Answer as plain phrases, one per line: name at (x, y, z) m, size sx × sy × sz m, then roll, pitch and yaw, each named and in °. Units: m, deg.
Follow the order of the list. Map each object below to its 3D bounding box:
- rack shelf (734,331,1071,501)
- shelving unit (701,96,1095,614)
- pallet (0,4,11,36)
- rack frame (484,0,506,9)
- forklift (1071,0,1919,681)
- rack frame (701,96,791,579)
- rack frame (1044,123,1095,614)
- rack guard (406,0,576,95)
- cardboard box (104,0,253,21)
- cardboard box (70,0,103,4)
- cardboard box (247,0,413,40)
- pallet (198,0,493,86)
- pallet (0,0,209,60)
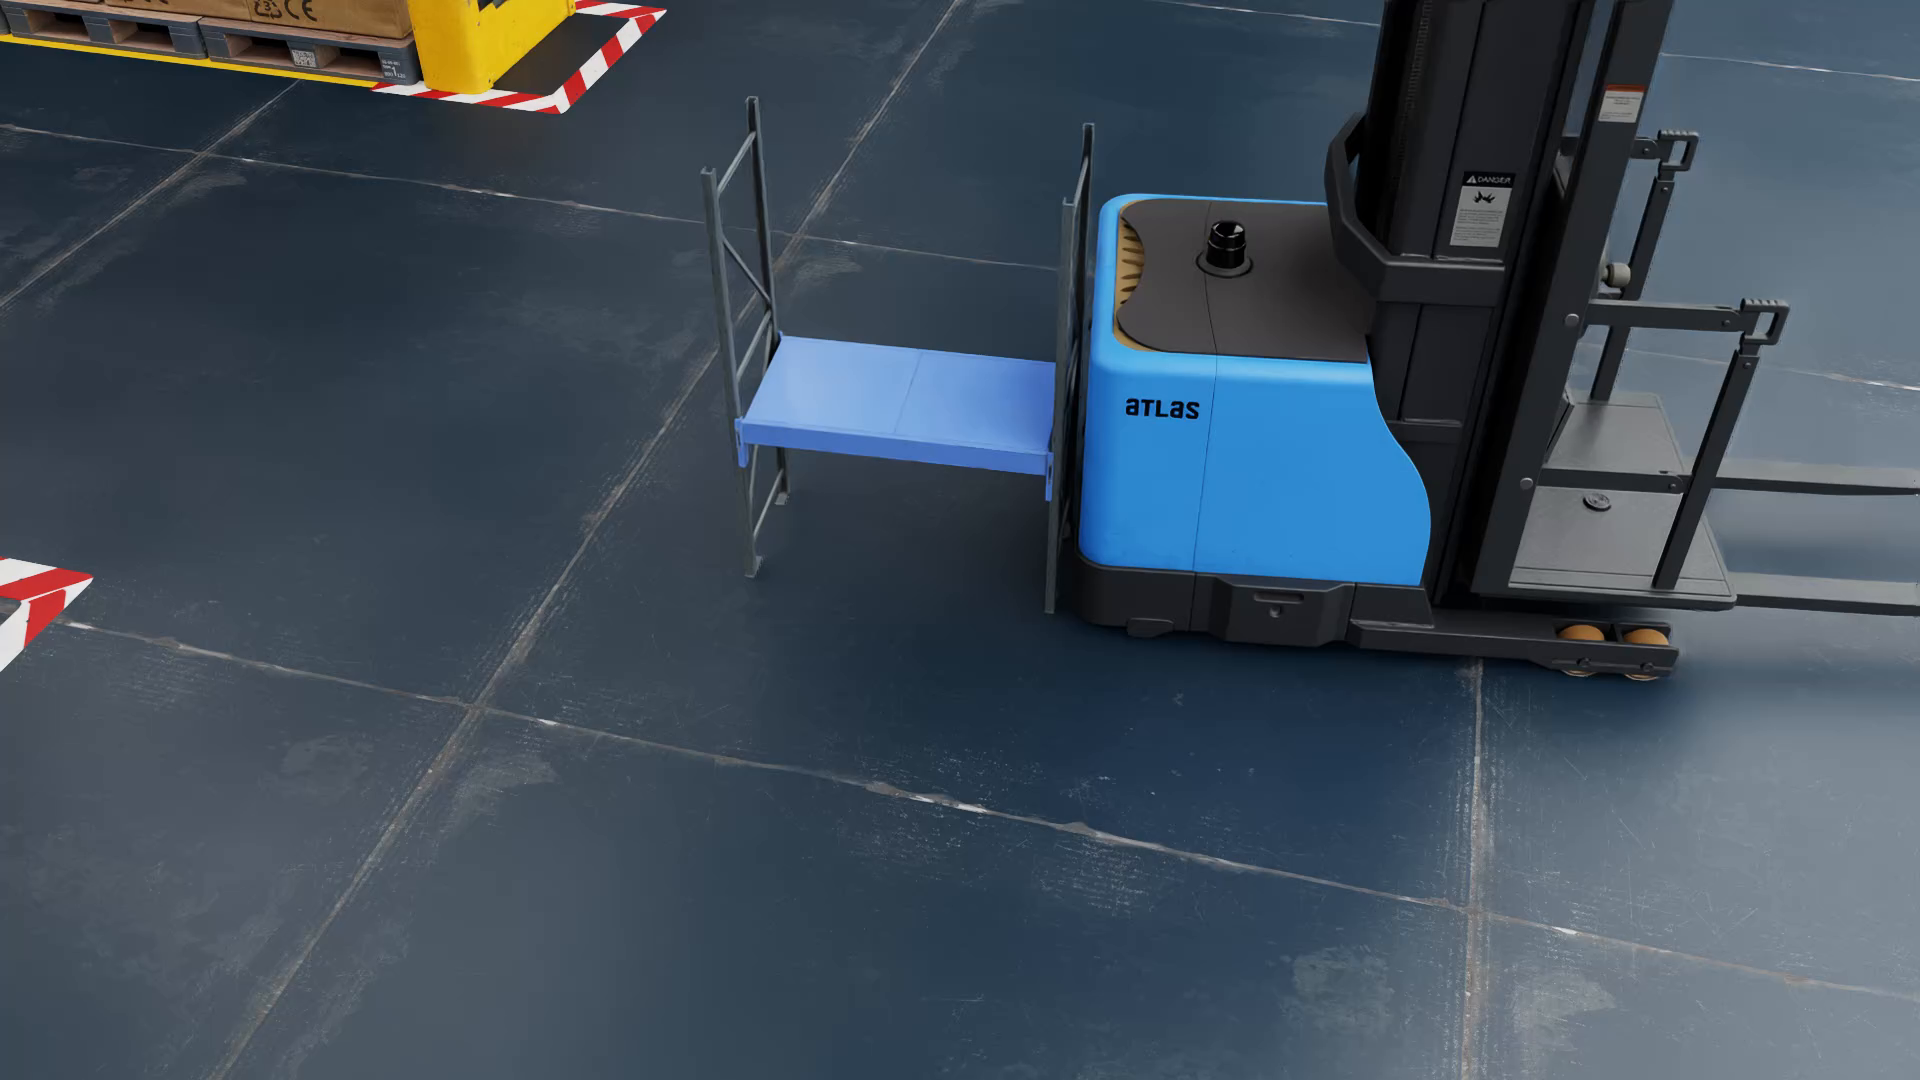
rack shelf at (-0.165, -0.409, 5.351) m, size 1.000 × 0.185 × 0.538 m, roll 6°, pitch 40°, yaw 8°
shelving unit at (-0.165, -0.547, 5.235) m, size 1.048 × 1.500 × 0.538 m, roll 6°, pitch 40°, yaw 8°
pallet at (-5.613, -3.216, 9.415) m, size 1.213 × 0.211 × 1.003 m, roll 10°, pitch 41°, yaw 11°
rack frame at (-2.463, -3.794, 7.935) m, size 0.127 × 3.000 × 1.000 m, roll 10°, pitch 41°, yaw 11°
forklift at (1.910, -1.041, 4.711) m, size 3.031 × 2.935 × 1.130 m, roll 4°, pitch 40°, yaw 4°
rack frame at (-0.665, -0.604, 5.303) m, size 0.032 × 1.500 × 0.500 m, roll 6°, pitch 40°, yaw 8°
rack frame at (0.336, -0.490, 5.167) m, size 0.032 × 1.500 × 0.500 m, roll 6°, pitch 40°, yaw 8°
rack guard at (-2.440, -2.833, 8.734) m, size 0.348 × 0.500 × 1.175 m, roll 10°, pitch 41°, yaw 11°
cardboard box at (-3.986, -3.358, 8.741) m, size 0.875 × 0.875 × 0.875 m, roll 9°, pitch 41°, yaw 11°
cardboard box at (-4.866, -3.511, 8.923) m, size 0.875 × 0.875 × 0.875 m, roll 10°, pitch 41°, yaw 12°
cardboard box at (-3.135, -3.213, 8.569) m, size 0.875 × 0.875 × 0.875 m, roll 10°, pitch 41°, yaw 12°
pallet at (-3.256, -2.810, 8.932) m, size 1.213 × 0.211 × 1.003 m, roll 10°, pitch 41°, yaw 11°
pallet at (-4.431, -3.015, 9.175) m, size 1.213 × 0.211 × 1.003 m, roll 10°, pitch 41°, yaw 11°
